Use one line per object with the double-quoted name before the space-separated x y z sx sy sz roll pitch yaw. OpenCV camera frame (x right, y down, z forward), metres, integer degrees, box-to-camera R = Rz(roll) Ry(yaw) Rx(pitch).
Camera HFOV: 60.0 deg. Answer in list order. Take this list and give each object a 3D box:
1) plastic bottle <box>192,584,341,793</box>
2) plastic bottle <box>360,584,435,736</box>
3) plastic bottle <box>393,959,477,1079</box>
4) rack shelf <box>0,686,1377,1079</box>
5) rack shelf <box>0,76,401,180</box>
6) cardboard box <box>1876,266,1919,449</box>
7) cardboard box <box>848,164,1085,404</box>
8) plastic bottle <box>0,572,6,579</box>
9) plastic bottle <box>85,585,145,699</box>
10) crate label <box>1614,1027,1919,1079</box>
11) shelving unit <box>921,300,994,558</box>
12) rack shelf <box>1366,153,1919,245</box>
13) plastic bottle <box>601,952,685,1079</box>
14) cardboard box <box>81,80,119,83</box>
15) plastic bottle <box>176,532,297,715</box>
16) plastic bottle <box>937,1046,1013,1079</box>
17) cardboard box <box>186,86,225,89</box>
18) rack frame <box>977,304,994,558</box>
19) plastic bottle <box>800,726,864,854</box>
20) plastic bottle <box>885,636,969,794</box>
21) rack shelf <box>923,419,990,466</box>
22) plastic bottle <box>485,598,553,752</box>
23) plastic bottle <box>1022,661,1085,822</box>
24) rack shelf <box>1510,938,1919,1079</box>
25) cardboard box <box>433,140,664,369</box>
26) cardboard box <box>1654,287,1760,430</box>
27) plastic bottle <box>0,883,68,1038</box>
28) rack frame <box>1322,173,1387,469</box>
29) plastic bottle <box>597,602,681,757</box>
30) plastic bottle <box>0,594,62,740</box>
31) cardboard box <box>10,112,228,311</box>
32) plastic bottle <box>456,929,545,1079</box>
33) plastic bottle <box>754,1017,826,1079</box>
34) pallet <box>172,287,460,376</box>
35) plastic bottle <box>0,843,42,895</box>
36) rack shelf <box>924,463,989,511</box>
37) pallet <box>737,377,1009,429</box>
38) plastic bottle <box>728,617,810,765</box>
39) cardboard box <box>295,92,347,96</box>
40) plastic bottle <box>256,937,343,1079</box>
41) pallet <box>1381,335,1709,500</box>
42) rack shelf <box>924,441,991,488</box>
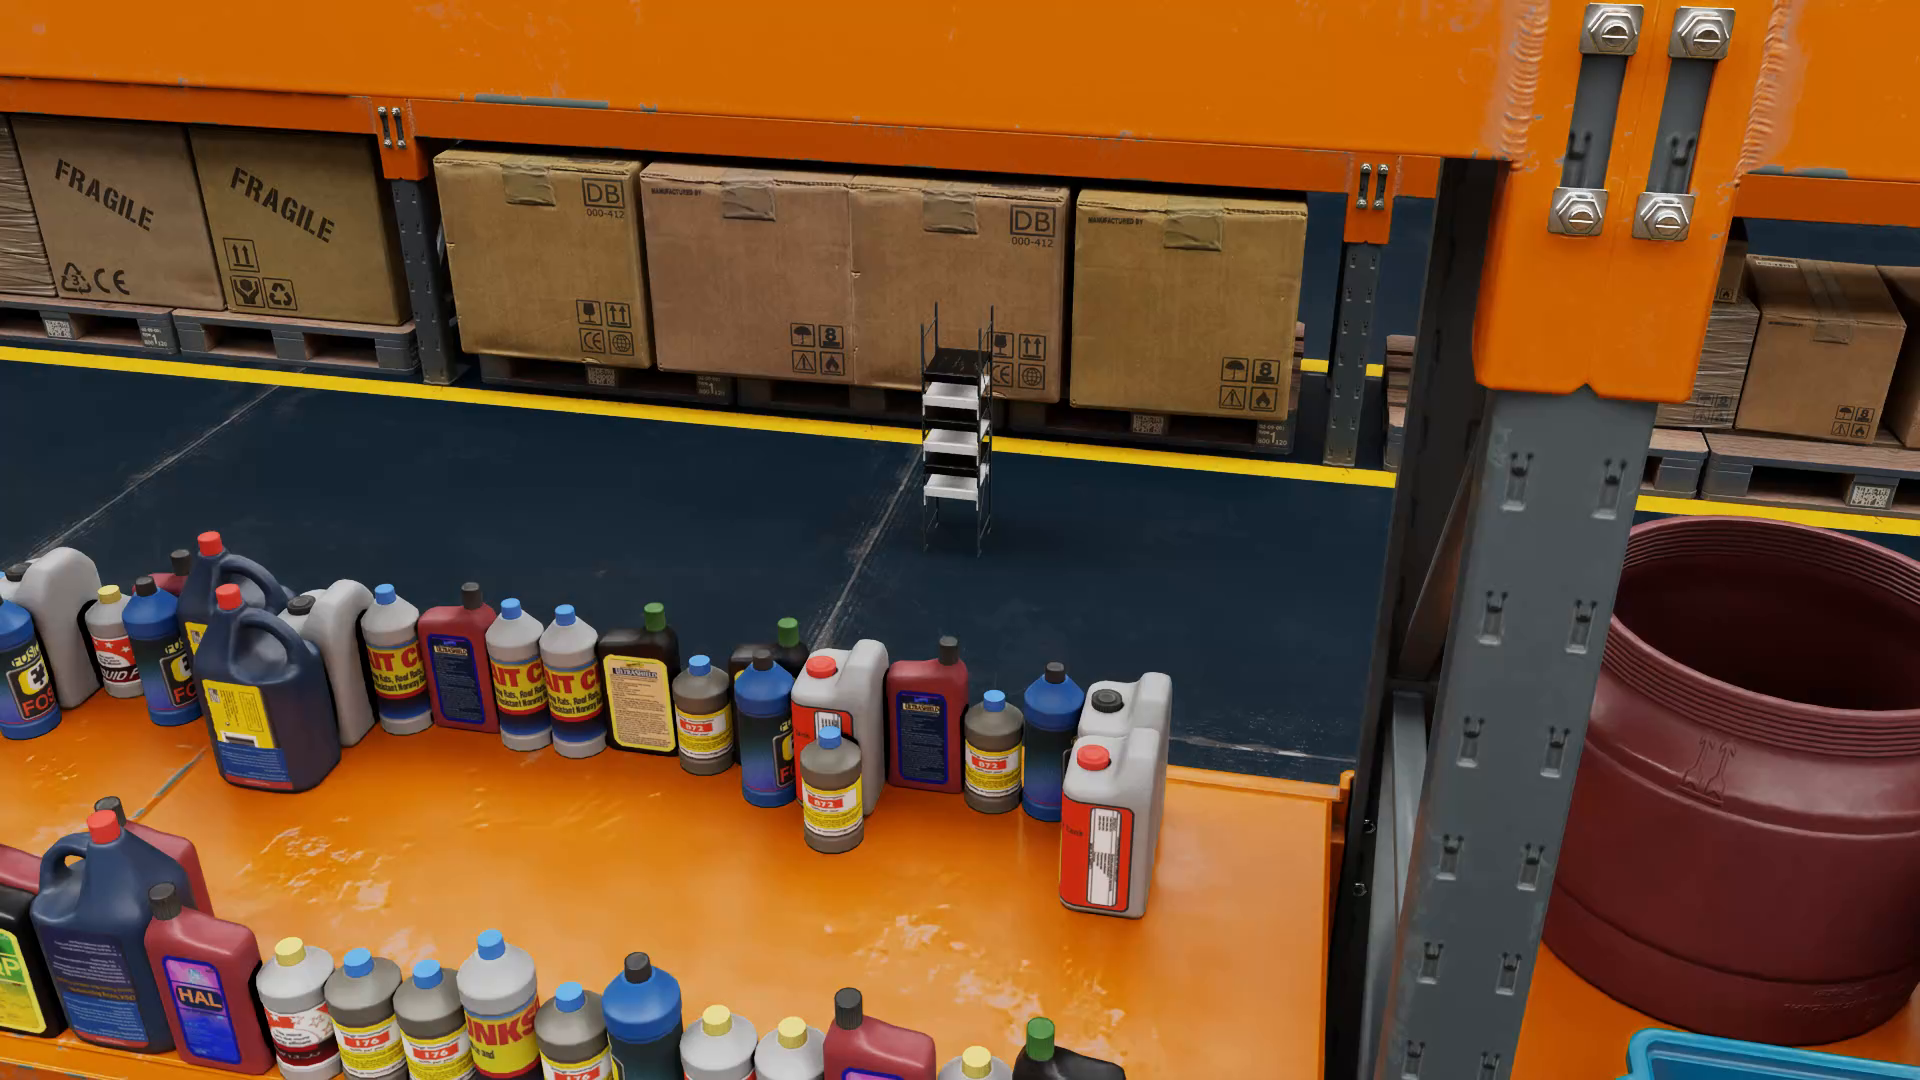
"plastic bottle" -1.154 0.235 2.749 0.185 0.351 0.144 6 29 11
"plastic bottle" -0.979 0.201 2.893 0.097 0.271 0.097 0 29 0
"plastic bottle" -0.682 0.635 2.173 0.097 0.201 0.097 0 29 0
"rack shelf" -1.342 0.595 2.788 4.000 0.370 1.077 6 29 11
"rack shelf" -4.220 -2.132 7.769 4.000 0.370 1.077 6 29 11
"cardboard box" 3.954 -0.725 6.596 0.500 0.500 0.700 3 29 6
"cardboard box" 0.107 -1.270 7.221 0.875 0.875 1.225 6 29 11
"plastic bottle" -1.744 0.154 3.053 0.097 0.201 0.097 0 29 0
"plastic bottle" -1.517 0.177 3.010 0.097 0.201 0.097 0 29 0
"crate label" 0.947 0.772 1.890 0.416 0.233 0.303 6 29 11
"shelving unit" -0.008 -0.396 6.035 0.210 0.900 0.258 6 29 11
"rack shelf" 3.604 -1.329 6.304 4.000 0.370 1.077 6 29 11
"plastic bottle" -0.396 0.634 2.103 0.097 0.271 0.097 0 29 0
"cardboard box" -3.637 -2.116 7.253 0.250 0.149 0.380 6 29 12
"plastic bottle" -1.254 0.150 2.904 0.185 0.351 0.144 6 29 11
"plastic bottle" 0.020 0.707 2.041 0.097 0.201 0.097 0 29 0
"cardboard box" -3.133 -2.065 7.159 0.250 0.149 0.380 5 29 10
"rack frame" 0.091 -0.385 6.017 0.006 0.900 0.240 6 29 11
"plastic bottle" -0.202 0.386 2.627 0.097 0.201 0.097 0 29 0
"plastic bottle" -0.054 0.282 2.733 0.133 0.283 0.061 6 29 11
"rack shelf" -0.008 -0.366 6.051 0.200 0.077 0.258 6 29 11
"plastic bottle" -0.754 0.225 2.850 0.097 0.271 0.097 0 29 0
"plastic bottle" 0.150 0.317 2.681 0.097 0.271 0.097 0 29 0
"rack shelf" 2.570 0.997 2.055 4.000 0.370 1.077 6 29 11
"cardboard box" -1.634 -1.444 7.539 0.875 0.875 1.225 6 29 11
"cardboard box" 2.852 -0.835 6.796 0.500 0.500 0.700 3 29 6
"plastic bottle" -1.300 0.545 2.253 0.133 0.283 0.061 6 29 11
"rack frame" 1.648 -1.846 6.498 0.127 3.000 1.000 6 29 11
"plastic bottle" -0.542 0.232 2.824 0.133 0.283 0.061 6 29 11
"plastic bottle" -1.644 0.208 2.881 0.097 0.271 0.097 0 29 0
"cardboard box" -3.773 -1.693 7.994 0.875 0.875 0.875 6 29 11
"plastic bottle" -0.587 0.614 2.138 0.097 0.271 0.097 0 29 0
"plastic bottle" -0.206 0.684 2.084 0.097 0.201 0.097 0 29 0
"pallet" -2.991 -1.137 8.106 1.213 0.211 1.003 6 29 11
"plastic bottle" -1.287 0.516 2.305 0.133 0.283 0.061 6 29 11
"rack shelf" -0.008 -0.208 6.138 0.200 0.077 0.258 6 29 11
"pallet" -0.297 -0.860 7.602 1.213 0.211 1.003 6 29 11
"plastic bottle" -0.316 0.255 2.782 0.133 0.283 0.061 6 29 11
"cardboard box" -2.630 -2.013 7.065 0.250 0.149 0.380 6 29 11
"plastic bottle" -0.872 0.616 2.209 0.097 0.201 0.097 0 29 0
"pallet" 2.412 -0.543 7.023 1.213 0.211 1.003 6 29 11
"rack shelf" -0.008 -0.287 6.095 0.200 0.077 0.258 6 29 11
